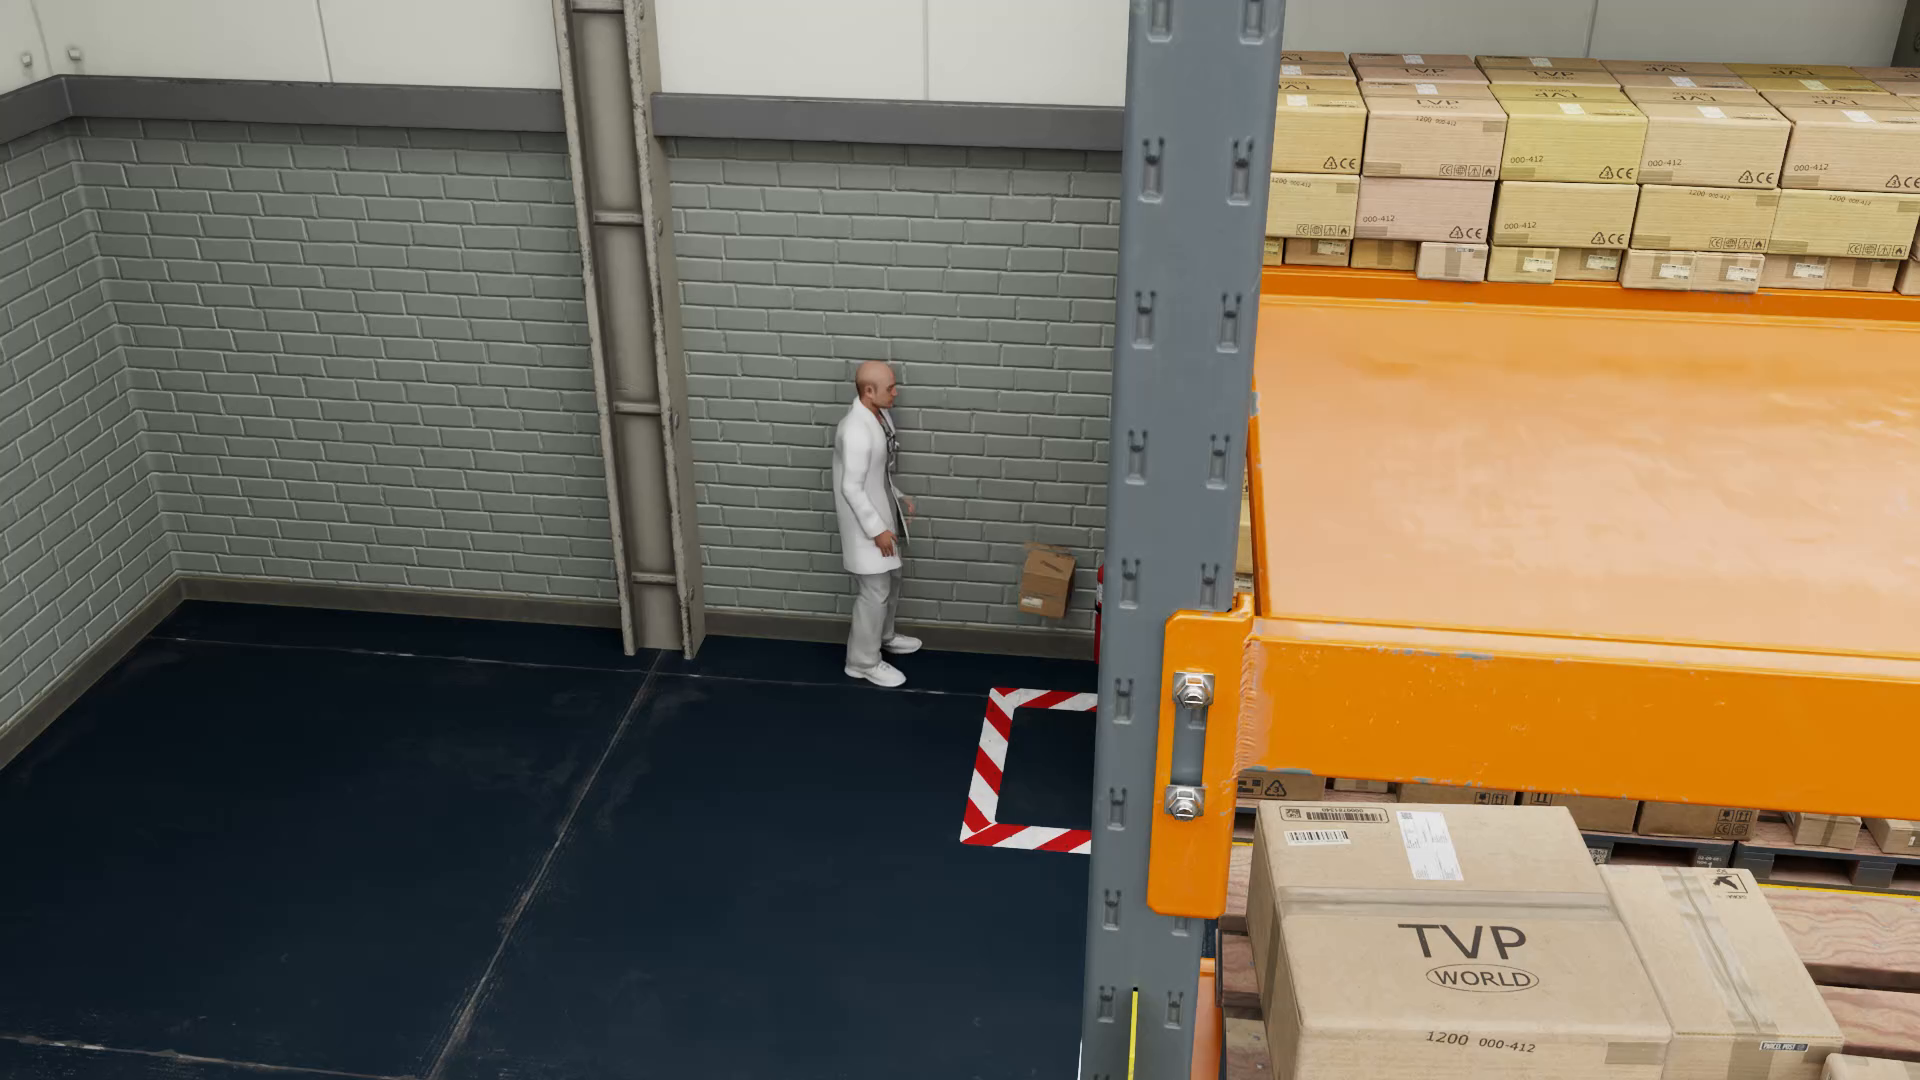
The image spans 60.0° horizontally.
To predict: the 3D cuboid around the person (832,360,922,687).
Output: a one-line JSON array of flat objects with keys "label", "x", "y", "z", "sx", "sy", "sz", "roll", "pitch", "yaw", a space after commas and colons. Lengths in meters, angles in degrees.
[{"label": "person", "x": -0.451, "y": -0.117, "z": 8.854, "sx": 0.424, "sy": 1.778, "sz": 0.589, "roll": 6, "pitch": 29, "yaw": 11}]
